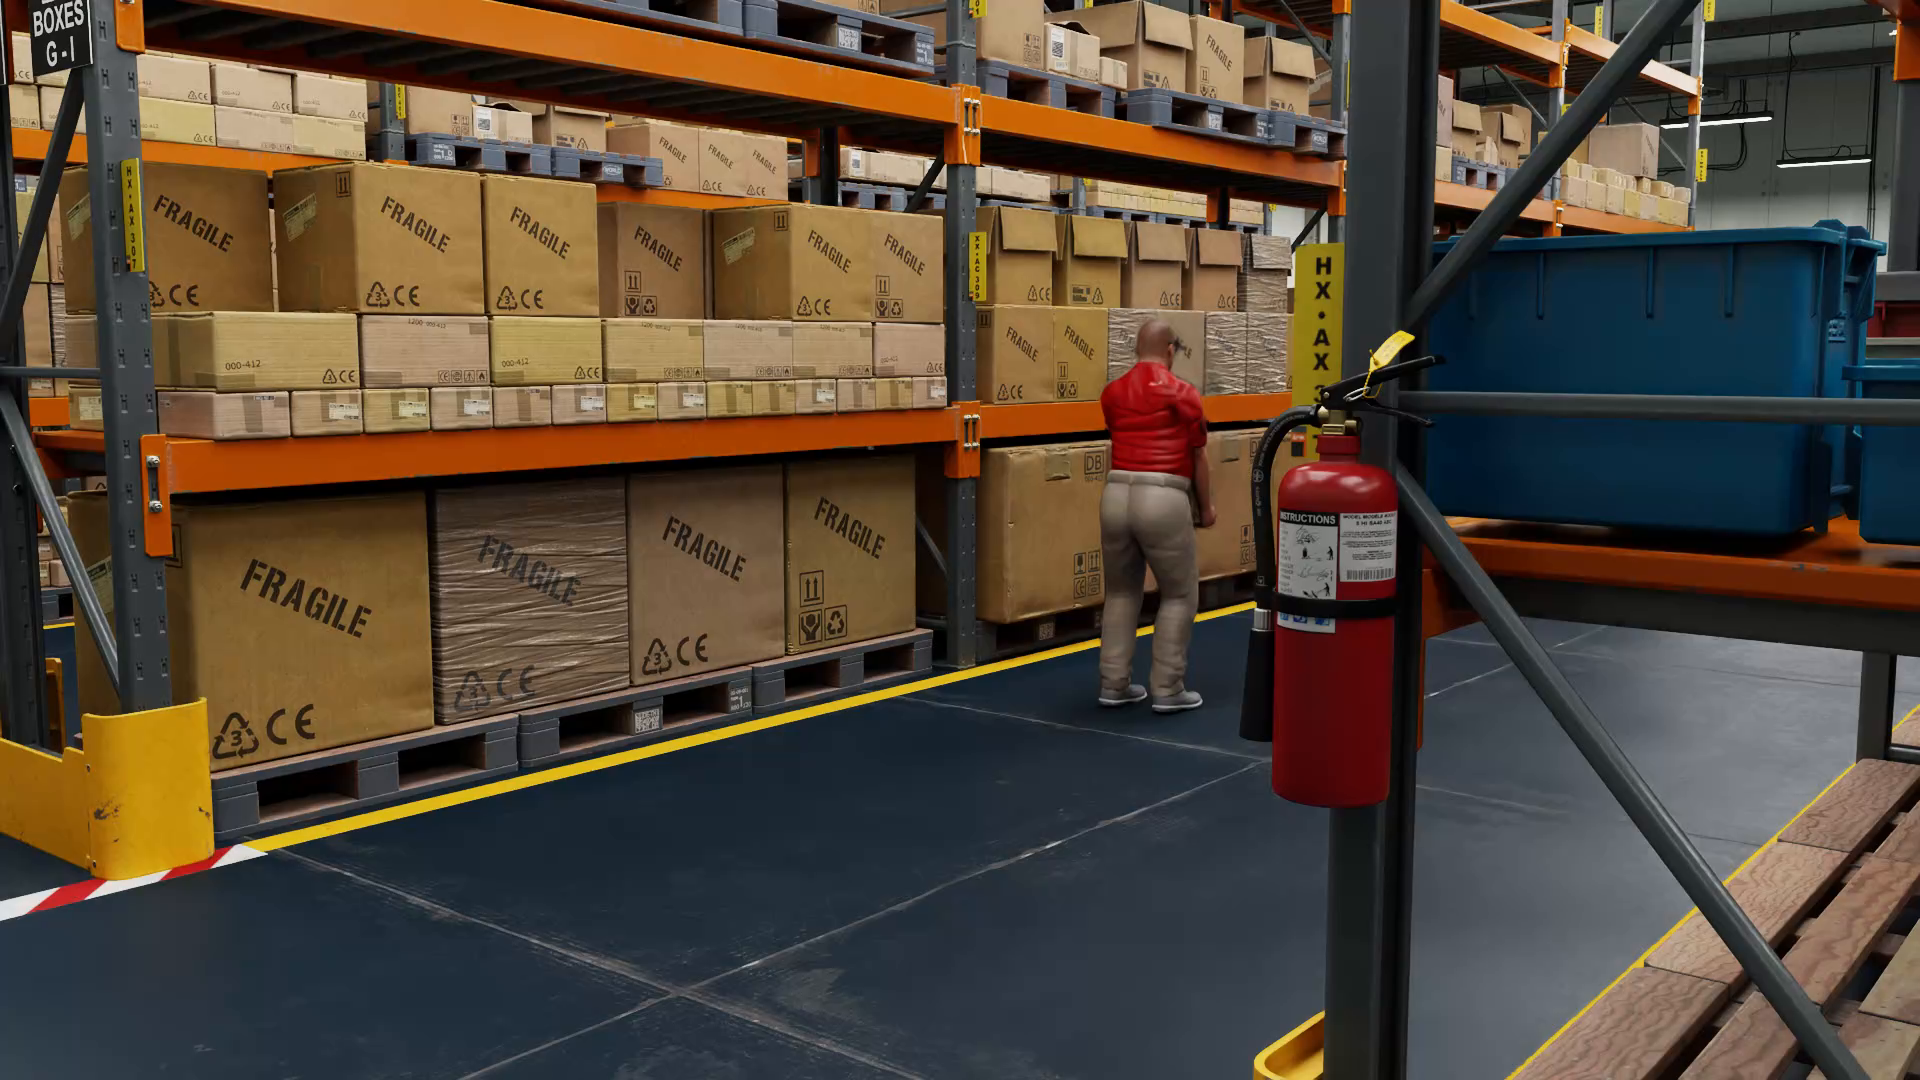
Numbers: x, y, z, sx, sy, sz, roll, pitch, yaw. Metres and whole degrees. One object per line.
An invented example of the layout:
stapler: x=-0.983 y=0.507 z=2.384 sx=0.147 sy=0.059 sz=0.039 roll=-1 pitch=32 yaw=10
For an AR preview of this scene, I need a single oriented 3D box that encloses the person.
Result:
person: x=0.863 y=-0.113 z=7.356 sx=0.487 sy=1.718 sz=0.561 roll=5 pitch=8 yaw=37
